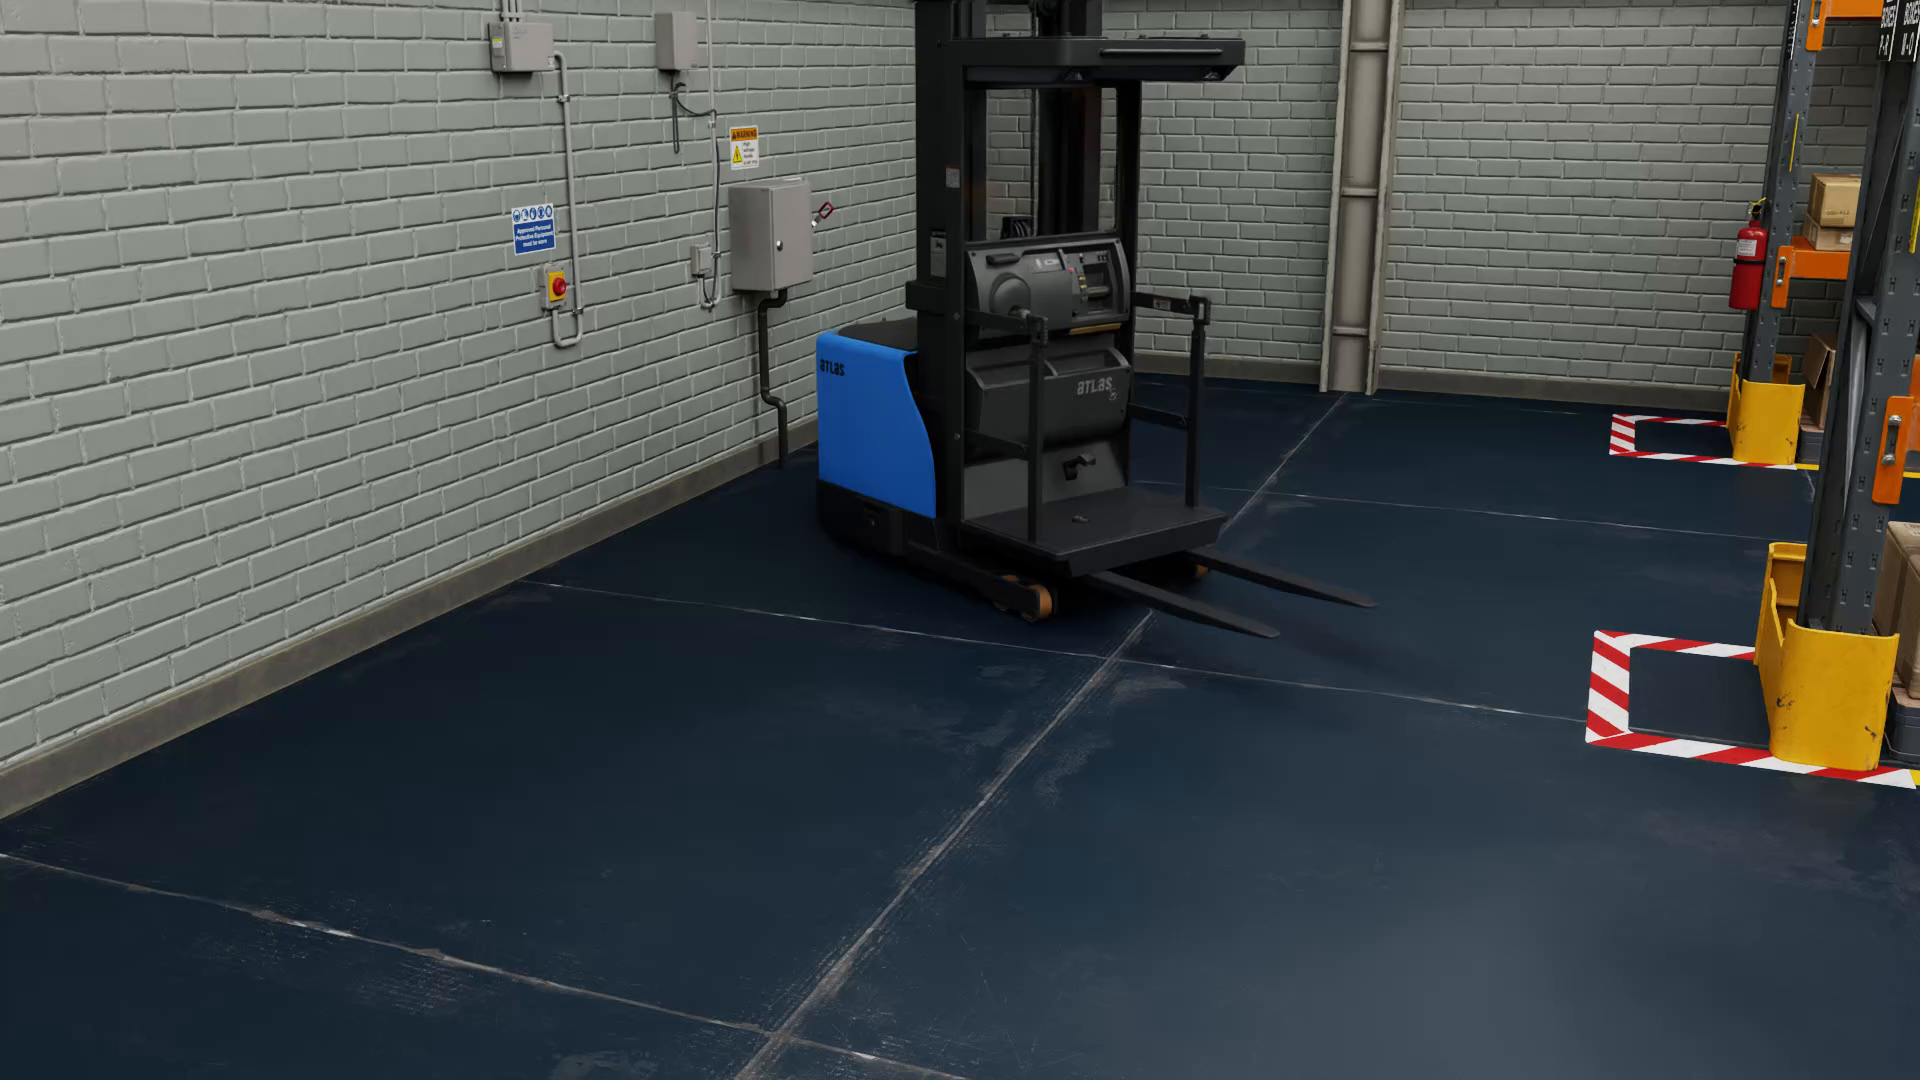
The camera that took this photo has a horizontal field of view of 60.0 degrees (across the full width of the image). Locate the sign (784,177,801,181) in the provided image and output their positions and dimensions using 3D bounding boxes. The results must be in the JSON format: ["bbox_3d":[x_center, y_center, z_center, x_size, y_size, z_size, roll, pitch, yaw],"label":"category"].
[{"bbox_3d":[-1.054,-1.988,10.312,0.001,0.494,0.329,6,17,21],"label":"sign"}]

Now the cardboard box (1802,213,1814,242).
[{"bbox_3d":[5.530,-1.987,10.587,0.250,0.149,0.380,6,17,20],"label":"cardboard box"}]

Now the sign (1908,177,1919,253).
[{"bbox_3d":[3.096,-1.094,5.368,0.005,0.325,0.100,6,17,21],"label":"sign"}]

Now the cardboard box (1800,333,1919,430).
[{"bbox_3d":[5.657,-0.987,10.418,0.637,0.503,0.797,6,17,18],"label":"cardboard box"}]

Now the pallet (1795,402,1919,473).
[{"bbox_3d":[5.936,-0.643,10.511,1.213,0.211,1.003,6,17,21],"label":"pallet"}]

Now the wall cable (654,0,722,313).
[{"bbox_3d":[-1.439,-2.211,9.089,0.122,1.984,0.588,6,17,21],"label":"wall cable"}]

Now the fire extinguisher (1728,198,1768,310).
[{"bbox_3d":[4.816,-1.750,10.131,0.183,0.674,0.296,6,17,21],"label":"fire extinguisher"}]

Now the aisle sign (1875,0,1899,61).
[{"bbox_3d":[3.352,-2.120,5.933,0.004,0.787,0.394,6,17,21],"label":"aisle sign"}]

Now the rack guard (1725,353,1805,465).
[{"bbox_3d":[5.194,-0.863,10.751,0.348,0.500,1.175,6,17,21],"label":"rack guard"}]

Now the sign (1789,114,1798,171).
[{"bbox_3d":[4.924,-2.347,9.824,0.005,0.325,0.100,6,17,21],"label":"sign"}]

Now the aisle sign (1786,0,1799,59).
[{"bbox_3d":[4.952,-3.251,9.828,0.004,0.787,0.394,6,17,21],"label":"aisle sign"}]

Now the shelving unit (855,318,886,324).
[{"bbox_3d":[-0.409,-0.668,9.090,0.215,1.050,0.252,-12,20,-36],"label":"shelving unit"}]

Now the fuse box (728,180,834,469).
[{"bbox_3d":[-1.042,-1.266,9.964,0.414,1.711,0.539,6,17,21],"label":"fuse box"}]

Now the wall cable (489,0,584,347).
[{"bbox_3d":[-1.949,-1.858,7.813,0.123,1.953,0.585,6,17,21],"label":"wall cable"}]

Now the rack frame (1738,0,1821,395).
[{"bbox_3d":[5.123,-2.072,10.429,0.127,3.000,1.000,6,17,21],"label":"rack frame"}]

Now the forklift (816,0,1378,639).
[{"bbox_3d":[0.554,-1.199,7.546,1.130,2.935,3.031,-12,20,-36],"label":"forklift"}]

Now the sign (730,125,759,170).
[{"bbox_3d":[-1.255,-2.288,9.693,0.001,0.242,0.339,6,17,21],"label":"sign"}]

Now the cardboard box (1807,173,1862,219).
[{"bbox_3d":[5.648,-2.164,10.483,0.500,0.250,0.500,7,18,22],"label":"cardboard box"}]

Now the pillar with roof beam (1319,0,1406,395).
[{"bbox_3d":[1.366,-4.346,7.502,0.400,9.000,9.100,6,17,21],"label":"pillar with roof beam"}]

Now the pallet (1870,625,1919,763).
[{"bbox_3d":[4.078,0.617,6.170,1.213,0.211,1.003,6,17,21],"label":"pallet"}]

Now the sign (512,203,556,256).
[{"bbox_3d":[-2.024,-1.478,7.900,0.001,0.218,0.327,6,17,21],"label":"sign"}]

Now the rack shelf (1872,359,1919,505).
[{"bbox_3d":[5.166,-0.234,5.389,4.000,0.370,1.077,6,17,21],"label":"rack shelf"}]

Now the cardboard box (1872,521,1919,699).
[{"bbox_3d":[3.956,0.287,6.149,0.875,0.438,0.875,6,17,19],"label":"cardboard box"}]

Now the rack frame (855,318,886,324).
[{"bbox_3d":[-0.485,-0.694,9.182,0.200,1.050,0.008,-12,20,-36],"label":"rack frame"}]

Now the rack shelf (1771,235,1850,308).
[{"bbox_3d":[6.983,-1.521,9.825,4.000,0.370,1.077,6,17,21],"label":"rack shelf"}]

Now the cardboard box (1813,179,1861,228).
[{"bbox_3d":[5.446,-2.026,10.008,0.500,0.250,0.500,6,17,21],"label":"cardboard box"}]

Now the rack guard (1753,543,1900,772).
[{"bbox_3d":[3.283,0.414,6.350,0.348,0.500,1.175,6,17,21],"label":"rack guard"}]

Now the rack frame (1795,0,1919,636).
[{"bbox_3d":[3.305,-0.784,5.993,0.127,3.000,1.000,6,17,21],"label":"rack frame"}]

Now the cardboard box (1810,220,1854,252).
[{"bbox_3d":[5.328,-1.846,10.103,0.250,0.149,0.380,6,17,20],"label":"cardboard box"}]

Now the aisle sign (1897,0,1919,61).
[{"bbox_3d":[3.132,-1.964,5.397,0.004,0.787,0.394,6,17,21],"label":"aisle sign"}]

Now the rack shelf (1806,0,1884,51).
[{"bbox_3d":[6.983,-2.962,9.406,4.000,0.370,1.077,6,17,21],"label":"rack shelf"}]
